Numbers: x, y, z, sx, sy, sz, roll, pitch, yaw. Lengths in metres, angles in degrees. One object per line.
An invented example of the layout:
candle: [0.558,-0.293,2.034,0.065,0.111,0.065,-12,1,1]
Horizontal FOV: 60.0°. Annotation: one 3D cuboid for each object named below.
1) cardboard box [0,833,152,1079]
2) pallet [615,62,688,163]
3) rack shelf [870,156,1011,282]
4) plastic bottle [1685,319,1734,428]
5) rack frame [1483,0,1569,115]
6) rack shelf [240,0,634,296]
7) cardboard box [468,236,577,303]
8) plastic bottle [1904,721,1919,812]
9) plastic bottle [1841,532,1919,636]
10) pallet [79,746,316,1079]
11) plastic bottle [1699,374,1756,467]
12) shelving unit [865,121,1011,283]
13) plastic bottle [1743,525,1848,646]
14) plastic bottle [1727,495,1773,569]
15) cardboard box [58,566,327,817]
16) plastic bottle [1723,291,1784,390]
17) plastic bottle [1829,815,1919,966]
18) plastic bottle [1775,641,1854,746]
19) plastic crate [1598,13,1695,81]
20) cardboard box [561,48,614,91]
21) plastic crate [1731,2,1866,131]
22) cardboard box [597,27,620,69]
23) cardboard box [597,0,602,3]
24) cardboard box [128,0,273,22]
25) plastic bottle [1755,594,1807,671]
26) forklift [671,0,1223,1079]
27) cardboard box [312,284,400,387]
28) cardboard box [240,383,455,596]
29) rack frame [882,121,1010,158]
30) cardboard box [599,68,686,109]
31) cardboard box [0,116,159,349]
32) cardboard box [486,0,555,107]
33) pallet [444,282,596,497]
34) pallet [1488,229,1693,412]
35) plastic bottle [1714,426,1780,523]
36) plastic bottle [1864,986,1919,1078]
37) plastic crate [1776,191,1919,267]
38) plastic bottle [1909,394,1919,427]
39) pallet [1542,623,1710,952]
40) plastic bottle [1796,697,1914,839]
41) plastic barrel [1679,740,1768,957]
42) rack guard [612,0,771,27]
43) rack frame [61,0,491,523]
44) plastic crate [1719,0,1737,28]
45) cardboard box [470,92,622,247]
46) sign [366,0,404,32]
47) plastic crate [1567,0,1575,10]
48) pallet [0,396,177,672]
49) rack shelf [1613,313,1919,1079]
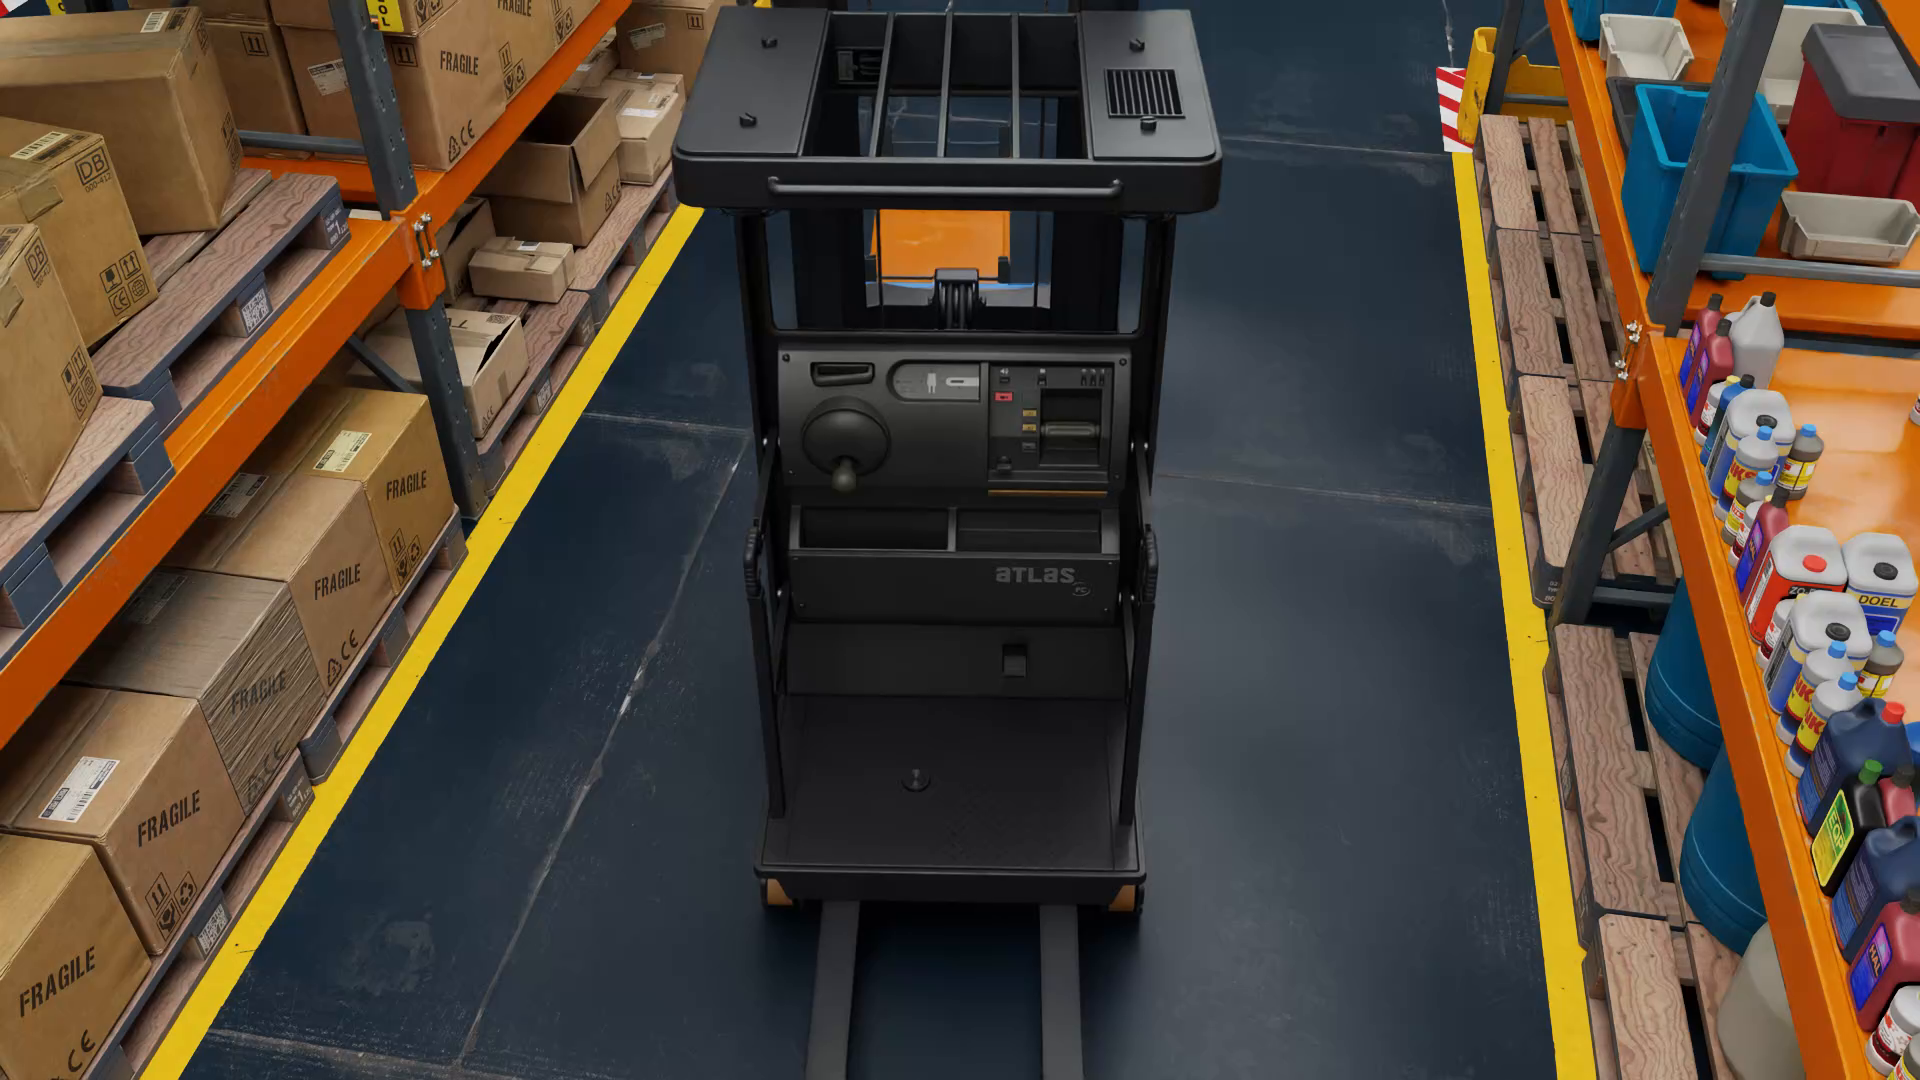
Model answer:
cardboard box: [-2.472,1.091,4.193,0.500,0.500,0.500,6,40,7]
pallet: [-1.775,-2.203,8.749,1.003,0.211,1.213,6,40,8]
rack shelf: [-0.067,-1.078,6.212,0.538,0.278,1.000,1,40,1]
plastic bottle: [2.054,-0.455,4.538,0.061,0.283,0.133,6,40,8]
rack frame: [3.253,-3.277,7.860,1.000,3.000,0.127,6,40,8]
rack shelf: [-1.971,-2.293,7.234,1.077,0.370,4.000,6,40,8]
cardboard box: [-1.891,-1.177,7.197,0.380,0.166,0.250,6,40,8]
plastic bottle: [1.967,0.466,3.434,0.097,0.271,0.097,0,40,0]
plastic bottle: [2.095,0.127,3.839,0.152,0.276,0.135,6,40,8]
pallet: [-2.629,1.042,4.824,1.003,0.211,1.213,6,40,8]
plastic bottle: [2.035,-0.315,4.378,0.097,0.271,0.097,0,40,0]
shelving unit: [-0.067,-0.853,6.399,0.538,1.125,1.048,1,40,1]
plastic bottle: [1.945,0.110,3.860,0.152,0.276,0.135,6,40,8]
plastic bottle: [1.962,-0.020,4.076,0.097,0.201,0.097,0,40,0]
cardboard box: [-2.301,0.444,4.976,0.500,0.500,0.500,7,40,8]
plastic bottle: [2.174,-0.537,4.585,0.144,0.351,0.185,6,40,8]
plastic bottle: [1.785,0.649,3.150,0.144,0.351,0.185,6,40,8]
plastic bottle: [1.858,0.328,3.601,0.097,0.271,0.097,0,40,0]
plastic crate: [2.566,-1.814,6.250,0.293,0.136,0.466,6,40,8]
cardboard box: [-2.085,-2.312,8.505,0.500,0.250,0.500,6,40,8]
plastic crate: [3.007,-1.682,5.977,0.437,0.282,0.530,6,40,8]
cardboard box: [-2.036,-2.672,9.020,0.380,0.149,0.250,6,40,8]
cardboard box: [-1.700,-2.599,6.960,0.500,0.500,0.500,6,40,7]
cardboard box: [-2.484,-2.085,5.555,0.500,0.500,0.500,7,40,8]
plastic bottle: [1.898,0.209,3.799,0.097,0.201,0.097,0,40,0]
forklift: [-0.018,-0.239,4.239,1.130,2.935,3.031,1,40,1]
cardboard box: [-2.498,-0.910,6.614,0.500,0.500,0.500,6,40,8]
cardboard box: [-2.120,-0.180,5.731,0.500,0.500,0.500,6,40,7]
rack frame: [-0.056,-1.177,6.790,0.500,1.125,0.032,1,40,1]
cardboard box: [-1.635,-2.291,8.545,0.380,0.166,0.250,6,40,8]
cardboard box: [-2.676,-0.805,4.461,0.700,0.500,0.500,12,41,15]
cardboard box: [-1.875,-1.966,6.195,0.500,0.500,0.500,7,40,8]
pallet: [-2.197,-0.672,6.897,1.003,0.211,1.213,6,40,8]
pallet: [2.859,-0.926,7.204,1.003,0.211,1.213,6,40,8]
plastic bottle: [1.995,-0.169,4.202,0.097,0.271,0.097,0,40,0]
plastic bottle: [1.714,0.876,2.992,0.097,0.201,0.097,0,40,0]
plastic crate: [2.782,-0.965,5.223,0.396,0.136,0.243,6,40,8]
plastic bottle: [2.685,-0.409,4.547,0.097,0.201,0.097,0,40,0]
pallet: [2.386,0.787,5.132,1.003,0.211,1.213,6,40,8]
plastic bottle: [1.840,0.449,3.391,0.144,0.351,0.185,6,40,8]
plastic barrel: [2.328,0.664,4.410,0.600,0.901,0.708,6,40,8]
rack guard: [-1.638,-2.815,9.262,1.175,0.500,0.348,6,40,8]
rack frame: [-2.317,-1.315,5.487,1.000,3.000,0.127,6,40,8]
plastic crate: [3.169,-2.121,6.622,0.298,0.136,0.250,6,40,8]
cardboard box: [-1.997,-1.703,7.569,0.797,0.503,0.637,6,40,8]
sign: [-1.770,-1.703,5.047,0.100,0.325,0.005,6,40,8]
plastic crate: [2.658,-2.291,6.751,0.416,0.233,0.300,6,40,8]
pallet: [-2.677,0.048,3.989,1.003,0.211,1.213,6,40,8]
rack shelf: [2.215,0.765,3.535,1.077,0.370,4.000,6,40,8]
